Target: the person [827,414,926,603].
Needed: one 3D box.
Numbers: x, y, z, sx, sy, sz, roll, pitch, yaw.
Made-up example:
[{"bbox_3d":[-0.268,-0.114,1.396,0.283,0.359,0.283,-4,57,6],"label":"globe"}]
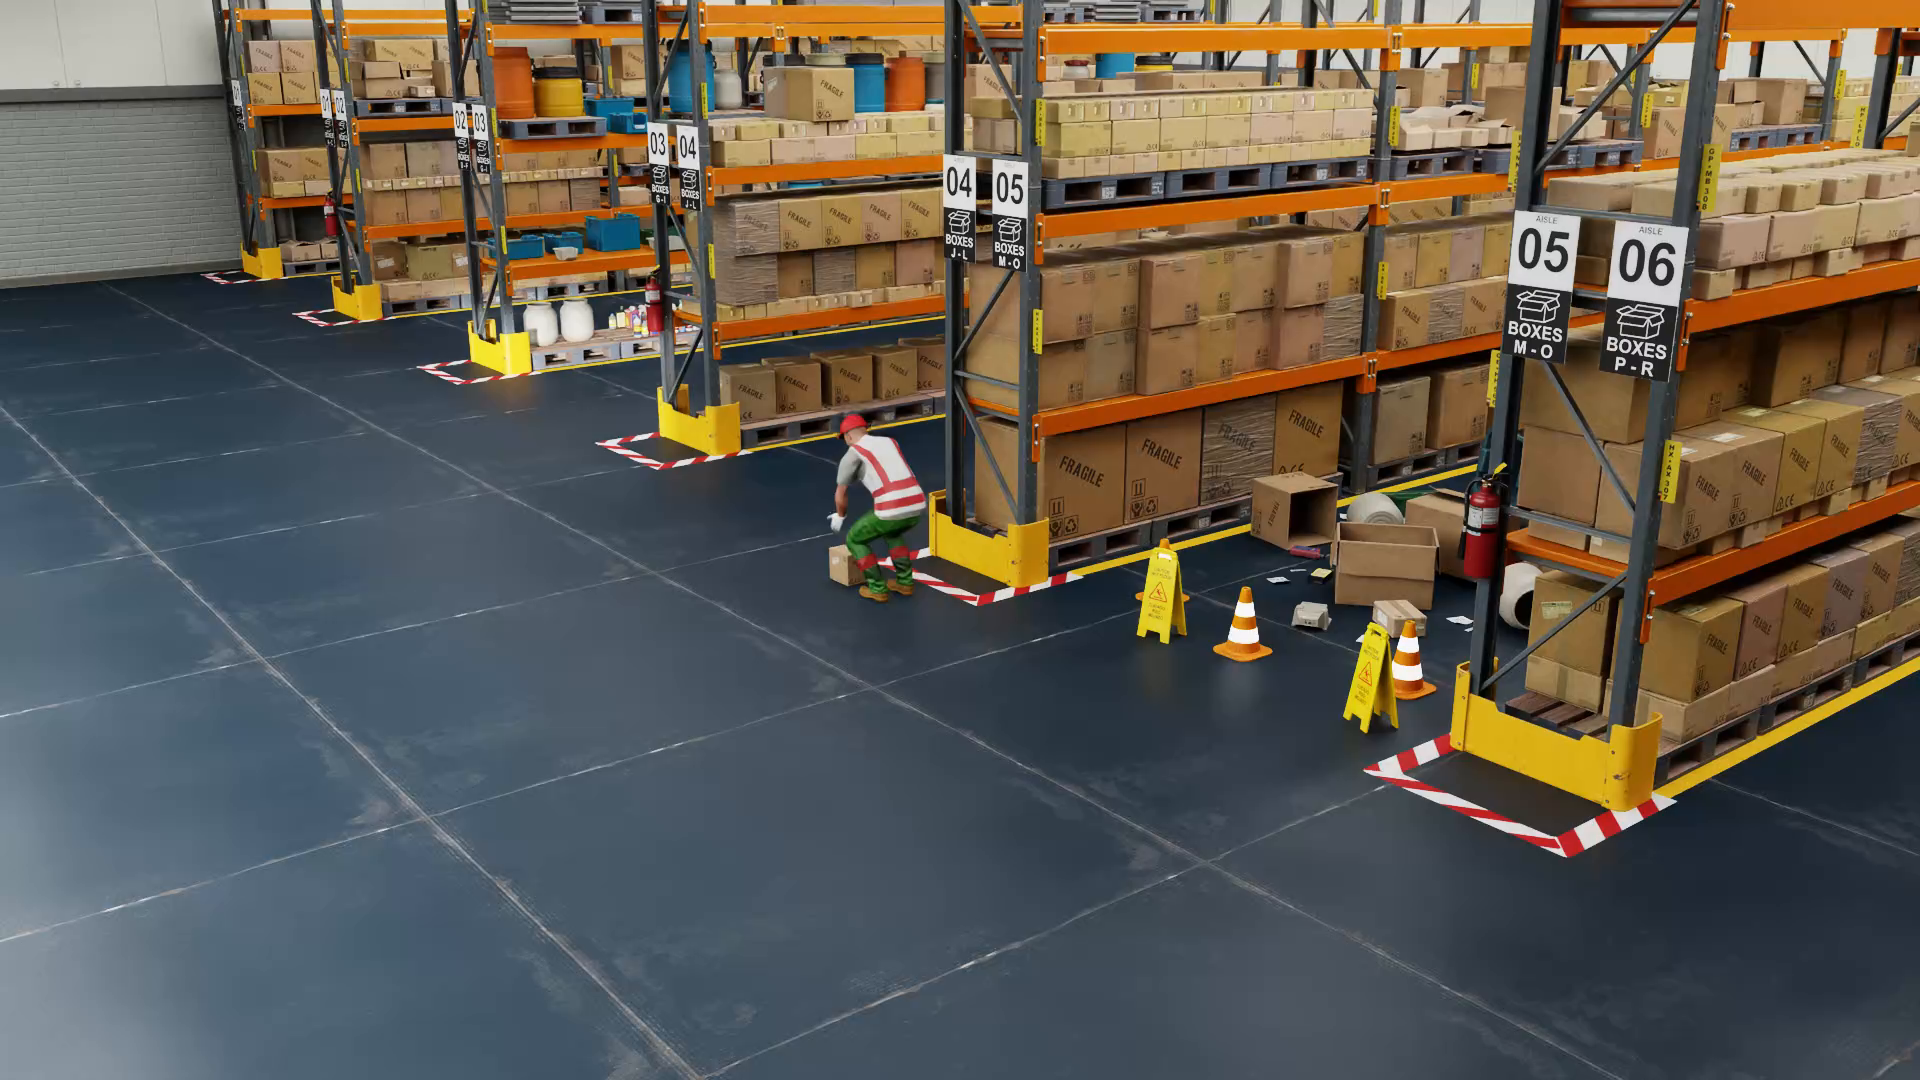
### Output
[{"bbox_3d":[-0.631,-0.236,12.488,0.584,1.351,0.795,-13,22,-36],"label":"person"}]
